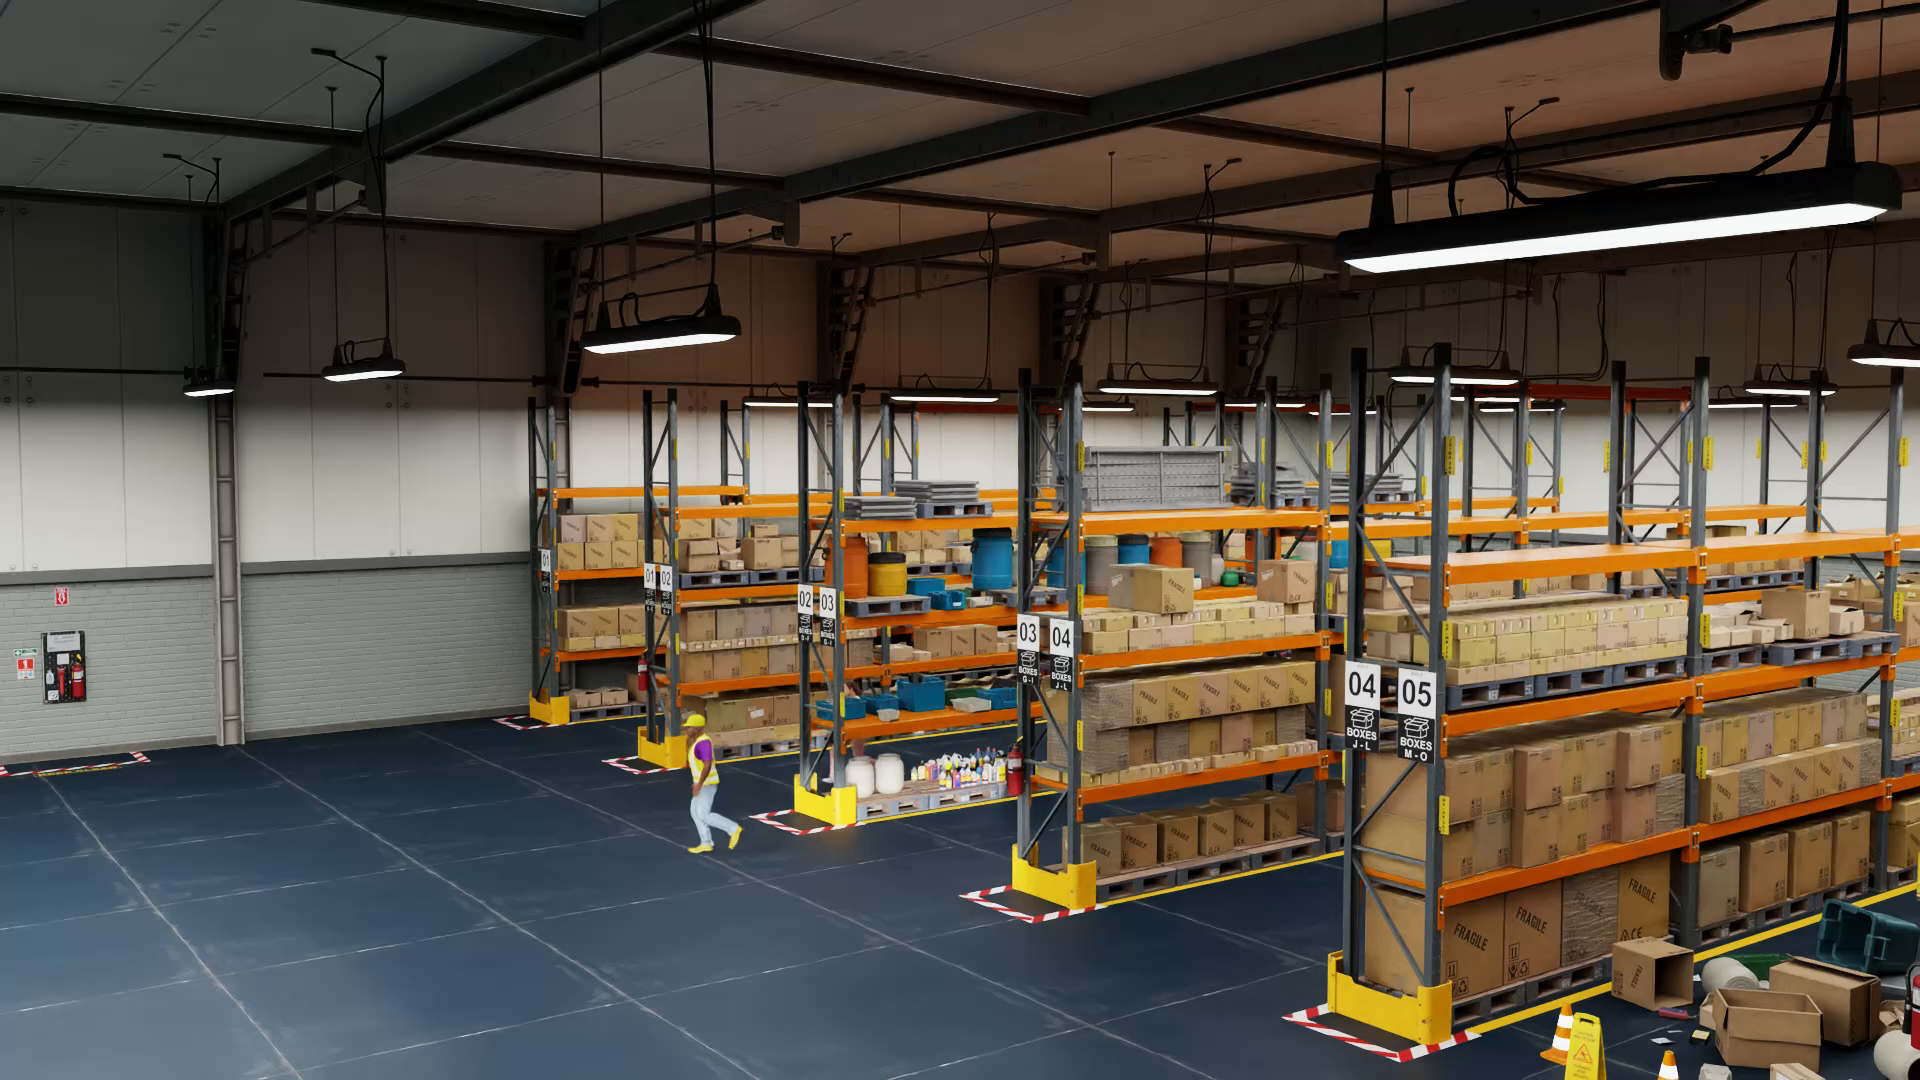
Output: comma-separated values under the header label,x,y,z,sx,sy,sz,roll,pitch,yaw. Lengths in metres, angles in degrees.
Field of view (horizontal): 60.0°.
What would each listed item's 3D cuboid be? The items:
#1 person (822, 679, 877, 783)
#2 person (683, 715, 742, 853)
label,x,y,z,sx,sy,sz,roll,pitch,yaw
person,-1.625,2.893,25.202,1.019,1.557,0.444,-2,4,-31
person,-3.125,3.062,20.973,0.717,1.732,0.630,-1,3,-15
